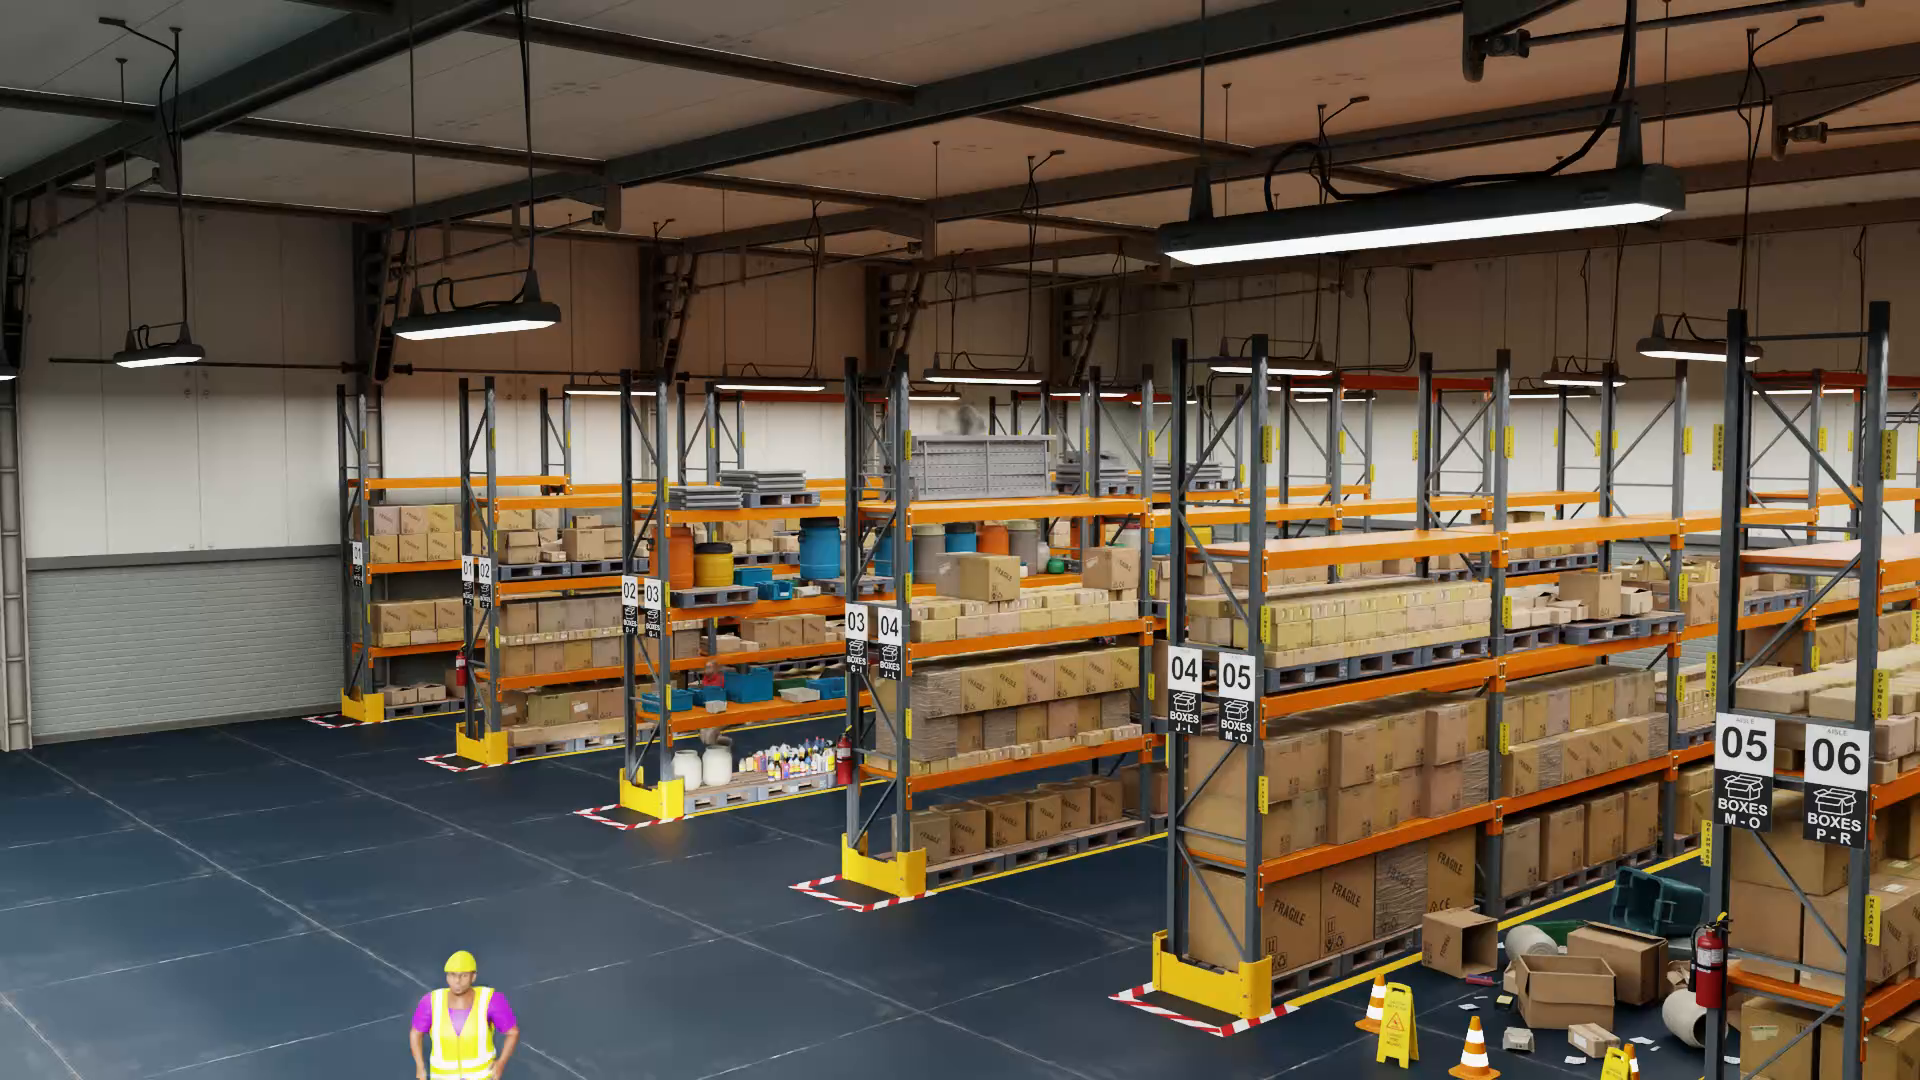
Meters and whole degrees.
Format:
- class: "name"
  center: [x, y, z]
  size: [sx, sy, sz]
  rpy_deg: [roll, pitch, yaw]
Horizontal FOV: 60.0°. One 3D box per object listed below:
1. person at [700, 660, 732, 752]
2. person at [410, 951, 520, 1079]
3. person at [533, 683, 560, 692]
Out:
- class: "person"
  center: [-3.694, 2.663, 25.479]
  size: [0.652, 1.681, 0.651]
  rpy_deg: [3, 5, 42]
- class: "person"
  center: [-3.290, 3.575, 11.053]
  size: [0.714, 1.732, 0.577]
  rpy_deg: [-1, 4, -12]
- class: "person"
  center: [-7.160, 2.437, 28.779]
  size: [0.652, 1.678, 0.569]
  rpy_deg: [2, 4, 33]
